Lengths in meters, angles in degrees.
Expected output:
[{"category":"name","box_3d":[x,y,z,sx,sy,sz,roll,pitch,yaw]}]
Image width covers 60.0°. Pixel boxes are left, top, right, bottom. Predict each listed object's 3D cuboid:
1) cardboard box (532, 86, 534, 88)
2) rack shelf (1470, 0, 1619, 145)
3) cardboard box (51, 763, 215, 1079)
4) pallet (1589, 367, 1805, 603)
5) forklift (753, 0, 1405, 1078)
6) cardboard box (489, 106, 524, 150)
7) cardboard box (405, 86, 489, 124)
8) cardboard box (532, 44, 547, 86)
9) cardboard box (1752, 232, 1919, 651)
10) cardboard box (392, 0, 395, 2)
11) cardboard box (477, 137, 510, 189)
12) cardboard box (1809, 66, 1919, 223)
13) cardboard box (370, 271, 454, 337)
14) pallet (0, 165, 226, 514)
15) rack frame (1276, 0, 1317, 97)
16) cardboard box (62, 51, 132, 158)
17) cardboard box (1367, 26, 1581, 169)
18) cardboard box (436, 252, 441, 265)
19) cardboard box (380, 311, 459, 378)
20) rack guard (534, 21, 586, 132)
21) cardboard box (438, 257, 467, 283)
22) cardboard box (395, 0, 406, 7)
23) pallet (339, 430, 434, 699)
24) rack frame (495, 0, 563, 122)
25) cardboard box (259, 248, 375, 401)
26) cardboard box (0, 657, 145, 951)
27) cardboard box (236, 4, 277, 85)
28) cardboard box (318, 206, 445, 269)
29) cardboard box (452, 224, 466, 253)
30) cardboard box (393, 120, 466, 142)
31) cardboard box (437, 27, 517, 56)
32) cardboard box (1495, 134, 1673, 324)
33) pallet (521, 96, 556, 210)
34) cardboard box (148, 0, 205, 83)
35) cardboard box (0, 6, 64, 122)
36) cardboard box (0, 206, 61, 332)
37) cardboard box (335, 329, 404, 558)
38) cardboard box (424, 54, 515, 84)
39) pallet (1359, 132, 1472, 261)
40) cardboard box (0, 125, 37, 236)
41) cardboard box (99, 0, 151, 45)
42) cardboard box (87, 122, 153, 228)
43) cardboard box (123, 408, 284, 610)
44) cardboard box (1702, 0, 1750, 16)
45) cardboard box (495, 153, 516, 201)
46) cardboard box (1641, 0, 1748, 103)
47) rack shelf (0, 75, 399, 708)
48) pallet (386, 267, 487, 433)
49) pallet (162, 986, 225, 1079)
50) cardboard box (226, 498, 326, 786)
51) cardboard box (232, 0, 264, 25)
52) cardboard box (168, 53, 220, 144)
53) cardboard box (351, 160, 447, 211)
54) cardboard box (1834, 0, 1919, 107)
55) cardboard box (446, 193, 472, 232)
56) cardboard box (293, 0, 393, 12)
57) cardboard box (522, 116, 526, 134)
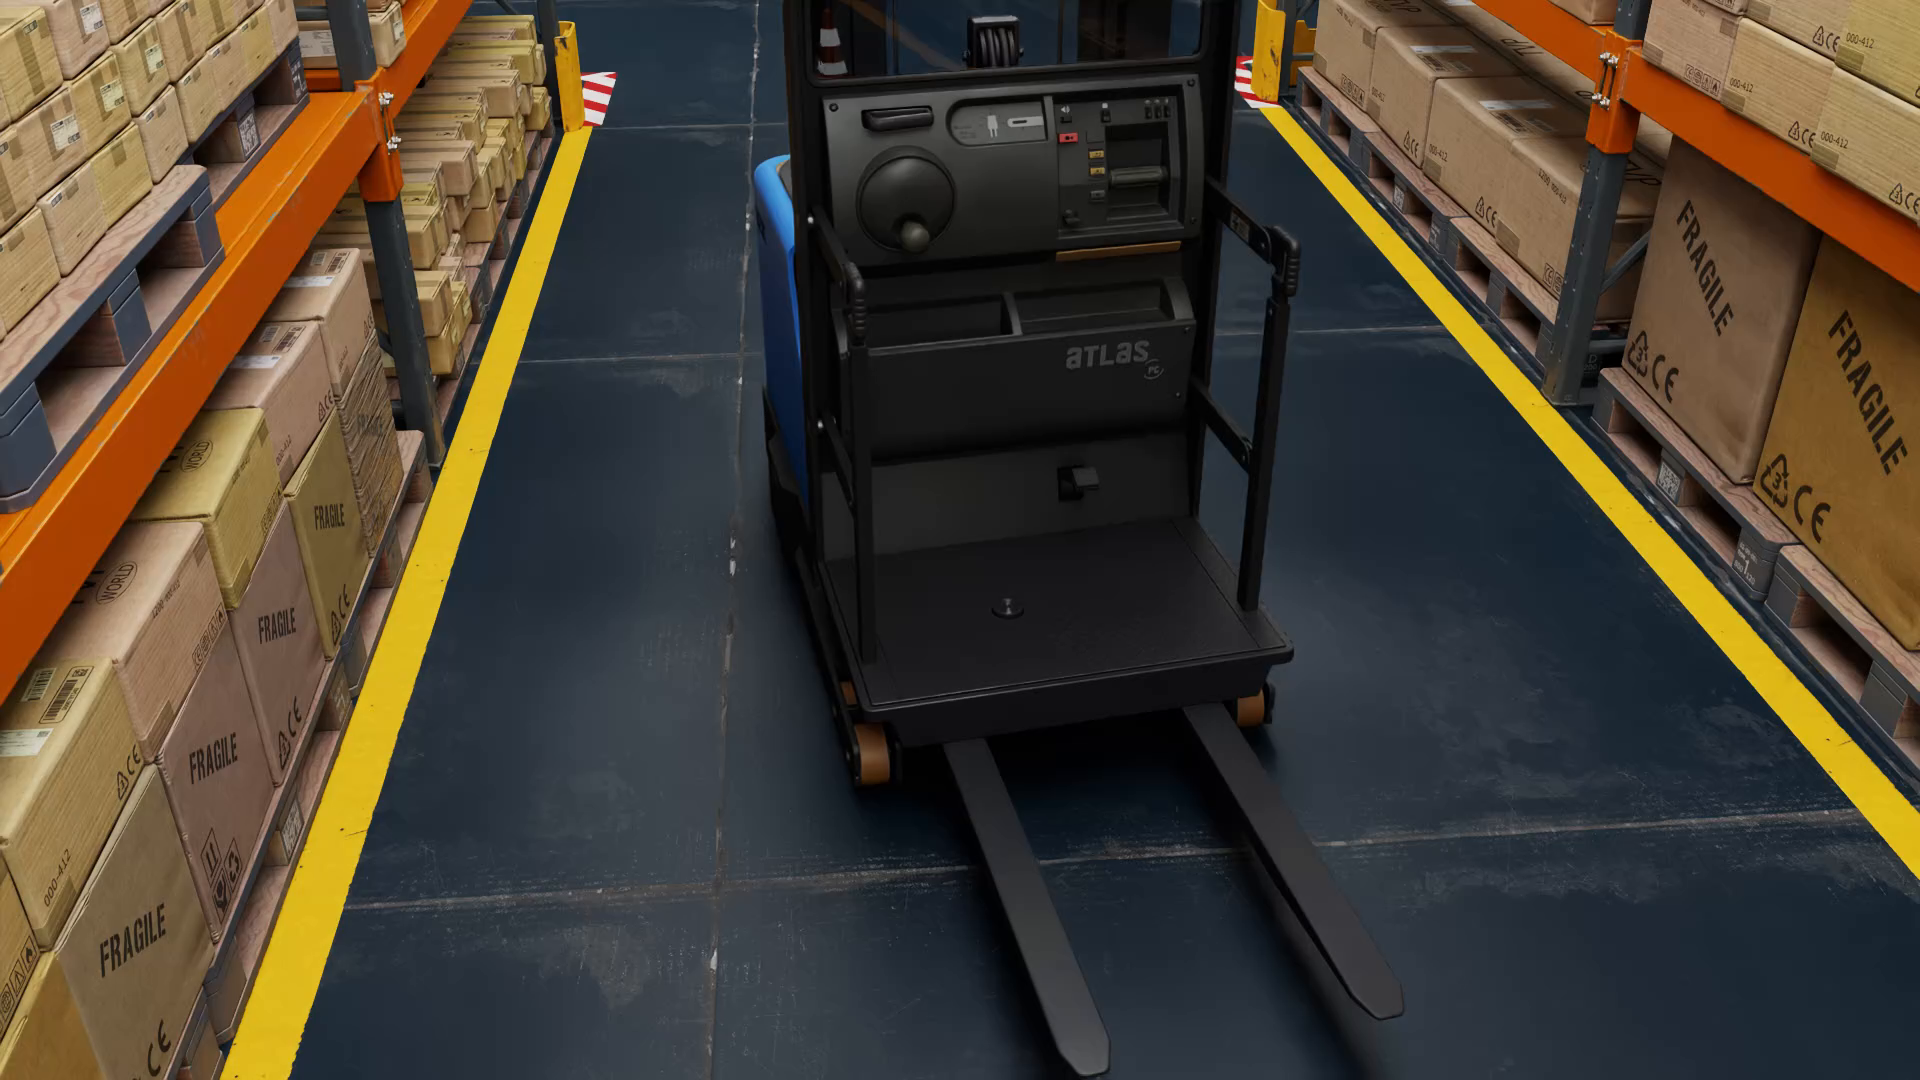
[{"category":"cardboard box","box_3d":[-2.385,-2.273,8.501,0.380,0.149,0.250,-2,31,-4]},{"category":"rack shelf","box_3d":[2.464,-2.534,7.269,1.077,0.370,4.000,-3,31,-5]},{"category":"cardboard box","box_3d":[-1.757,0.772,3.061,0.500,0.500,0.500,-2,31,-4]},{"category":"pallet","box_3d":[2.798,-0.235,5.437,1.003,0.211,1.213,-3,31,-5]},{"category":"forklift","box_3d":[0.192,-0.852,3.819,1.130,2.935,3.031,-7,32,-12]},{"category":"cardboard box","box_3d":[-2.197,-1.875,7.544,0.380,0.149,0.250,-2,31,-4]},{"category":"cardboard box","box_3d":[-2.267,-1.862,7.233,0.380,0.149,0.250,-4,31,-6]},{"category":"cardboard box","box_3d":[-2.308,-2.404,8.430,0.380,0.149,0.250,-4,31,-6]},{"category":"cardboard box","box_3d":[2.881,-0.317,4.517,0.875,0.875,0.875,-2,31,-3]},{"category":"cardboard box","box_3d":[-2.067,-1.714,5.439,0.380,0.149,0.250,-2,31,-3]},{"category":"cardboard box","box_3d":[-2.138,-1.604,7.090,0.380,0.149,0.250,-2,31,-4]},{"category":"cardboard box","box_3d":[2.511,-0.994,4.135,0.500,0.250,0.500,-3,31,-5]},{"category":"cardboard box","box_3d":[-1.983,-0.818,5.774,0.380,0.149,0.250,-1,31,-2]},{"category":"pallet","box_3d":[-2.120,-0.417,3.211,1.003,0.211,1.213,-3,31,-5]},{"category":"rack frame","box_3d":[2.277,-3.864,8.794,1.000,3.000,0.127,-3,31,-5]},{"category":"cardboard box","box_3d":[-1.907,-0.867,3.321,0.380,0.149,0.250,-3,31,-4]},{"category":"cardboard box","box_3d":[2.532,-2.146,8.006,0.875,0.438,0.875,-2,31,-3]},{"category":"cardboard box","box_3d":[-2.155,-1.065,6.189,0.380,0.149,0.250,-3,31,-5]},{"category":"cardboard box","box_3d":[-1.982,-0.691,5.852,0.380,0.149,0.250,-4,31,-7]},{"category":"rack guard","box_3d":[-2.635,-2.464,8.887,1.175,0.500,0.348,-3,31,-5]},{"category":"cardboard box","box_3d":[-2.082,-0.951,6.288,0.380,0.149,0.250,-3,31,-5]},{"category":"cardboard box","box_3d":[-2.163,-1.987,5.896,0.380,0.149,0.250,-4,31,-7]},{"category":"pallet","box_3d":[-2.194,0.061,4.941,1.003,0.211,1.213,-3,31,-5]},{"category":"rack frame","box_3d":[-2.642,-3.575,8.311,1.000,3.000,0.127,-3,31,-5]},{"category":"cardboard box","box_3d":[-1.947,-0.594,4.616,0.500,0.250,0.500,-4,31,-6]},{"category":"cardboard box","box_3d":[-1.765,0.457,2.856,0.500,0.250,0.500,-3,31,-5]},{"category":"cardboard box","box_3d":[-2.009,-1.280,4.303,0.380,0.149,0.250,-3,31,-4]},{"category":"cardboard box","box_3d":[-2.061,-1.074,5.914,0.380,0.149,0.250,-1,31,-2]},{"category":"cardboard box","box_3d":[-2.215,-1.214,6.728,0.380,0.149,0.250,-4,31,-7]},{"category":"cardboard box","box_3d":[-2.230,-1.602,6.798,0.380,0.149,0.250,-4,31,-7]},{"category":"cardboard box","box_3d":[-2.374,-2.398,8.130,0.380,0.149,0.250,-2,31,-4]},{"category":"cardboard box","box_3d":[2.699,-1.228,6.470,0.875,0.438,0.875,-3,31,-5]},{"category":"pallet","box_3d":[-2.594,-1.923,8.264,1.003,0.211,1.213,-3,31,-5]},{"category":"cardboard box","box_3d":[-1.958,-1.139,3.777,0.380,0.149,0.250,-4,31,-6]},{"category":"cardboard box","box_3d":[-1.888,-0.863,3.024,0.380,0.149,0.250,-3,31,-5]},{"category":"cardboard box","box_3d":[-1.861,-0.478,2.961,0.380,0.149,0.250,-2,31,-4]},{"category":"cardboard box","box_3d":[-1.948,-0.275,4.813,0.500,0.500,0.500,-3,31,-6]},{"category":"cardboard box","box_3d":[-2.262,-2.137,7.692,0.380,0.149,0.250,-4,31,-7]},{"category":"pallet","box_3d":[2.541,-1.641,7.792,1.003,0.211,1.213,-3,31,-5]},{"category":"cardboard box","box_3d":[-1.861,-0.605,2.883,0.380,0.149,0.250,-3,31,-5]},{"category":"cardboard box","box_3d":[-1.944,-1.137,3.483,0.380,0.149,0.250,-4,31,-6]},{"category":"cardboard box","box_3d":[-1.909,-0.747,3.412,0.380,0.149,0.250,-1,31,-2]},{"category":"cardboard box","box_3d":[-1.848,-0.062,3.725,0.500,0.250,0.500,-4,31,-7]},{"category":"cardboard box","box_3d":[2.411,-1.734,4.887,0.500,0.250,0.500,-4,31,-6]},{"category":"cardboard box","box_3d":[-2.193,-1.614,7.398,0.380,0.149,0.250,-2,31,-4]},{"category":"cardboard box","box_3d":[2.429,-1.520,5.016,0.500,0.250,0.500,-3,31,-6]},{"category":"rack shelf","box_3d":[-2.081,-0.203,3.367,1.077,0.370,4.000,-3,31,-5]},{"category":"pallet","box_3d":[-2.366,-0.677,6.178,1.003,0.211,1.213,-3,31,-5]},{"category":"pallet","box_3d":[-1.966,1.307,2.856,1.003,0.211,1.213,-3,31,-5]},{"category":"cardboard box","box_3d":[-1.857,0.249,3.935,0.500,0.500,0.500,-3,31,-6]},{"category":"cardboard box","box_3d":[-2.008,-1.405,4.223,0.380,0.149,0.250,-3,31,-4]},{"category":"cardboard box","box_3d":[-1.964,-1.024,3.875,0.380,0.149,0.250,-4,31,-7]},{"category":"cardboard box","box_3d":[-2.180,-1.333,6.347,0.380,0.149,0.250,-4,31,-6]},{"category":"cardboard box","box_3d":[2.509,-1.210,4.010,0.500,0.250,0.500,-2,31,-4]},{"category":"cardboard box","box_3d":[-2.179,-1.345,6.657,0.380,0.149,0.250,-1,31,-2]},{"category":"cardboard box","box_3d":[-2.063,-1.969,5.233,0.500,0.500,0.500,-3,31,-5]},{"category":"cardboard box","box_3d":[-2.321,-2.008,8.057,0.380,0.149,0.250,-3,31,-5]}]
